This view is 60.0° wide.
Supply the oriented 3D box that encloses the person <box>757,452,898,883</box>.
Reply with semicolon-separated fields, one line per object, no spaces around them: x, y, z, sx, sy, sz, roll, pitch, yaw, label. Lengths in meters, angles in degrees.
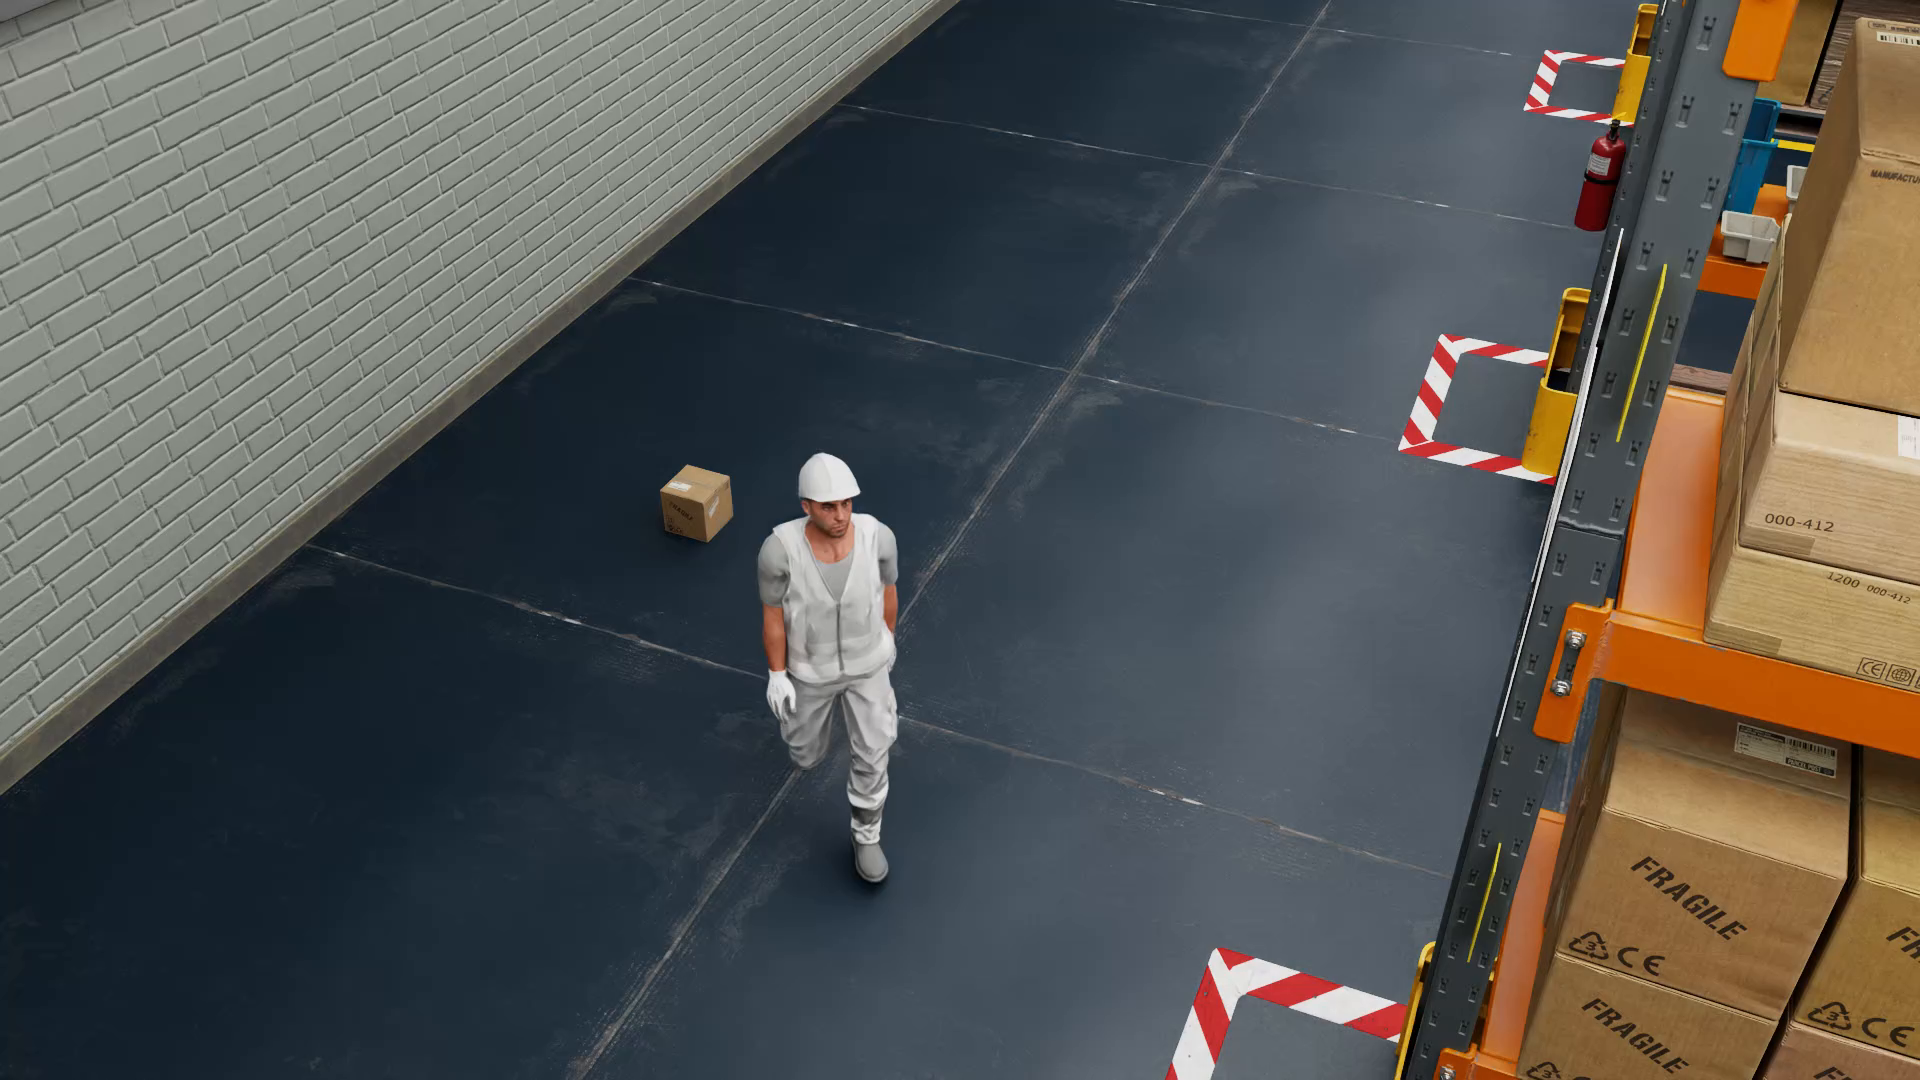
-0.478;0.422;6.217;0.535;1.765;0.810;-8;38;-10;person
